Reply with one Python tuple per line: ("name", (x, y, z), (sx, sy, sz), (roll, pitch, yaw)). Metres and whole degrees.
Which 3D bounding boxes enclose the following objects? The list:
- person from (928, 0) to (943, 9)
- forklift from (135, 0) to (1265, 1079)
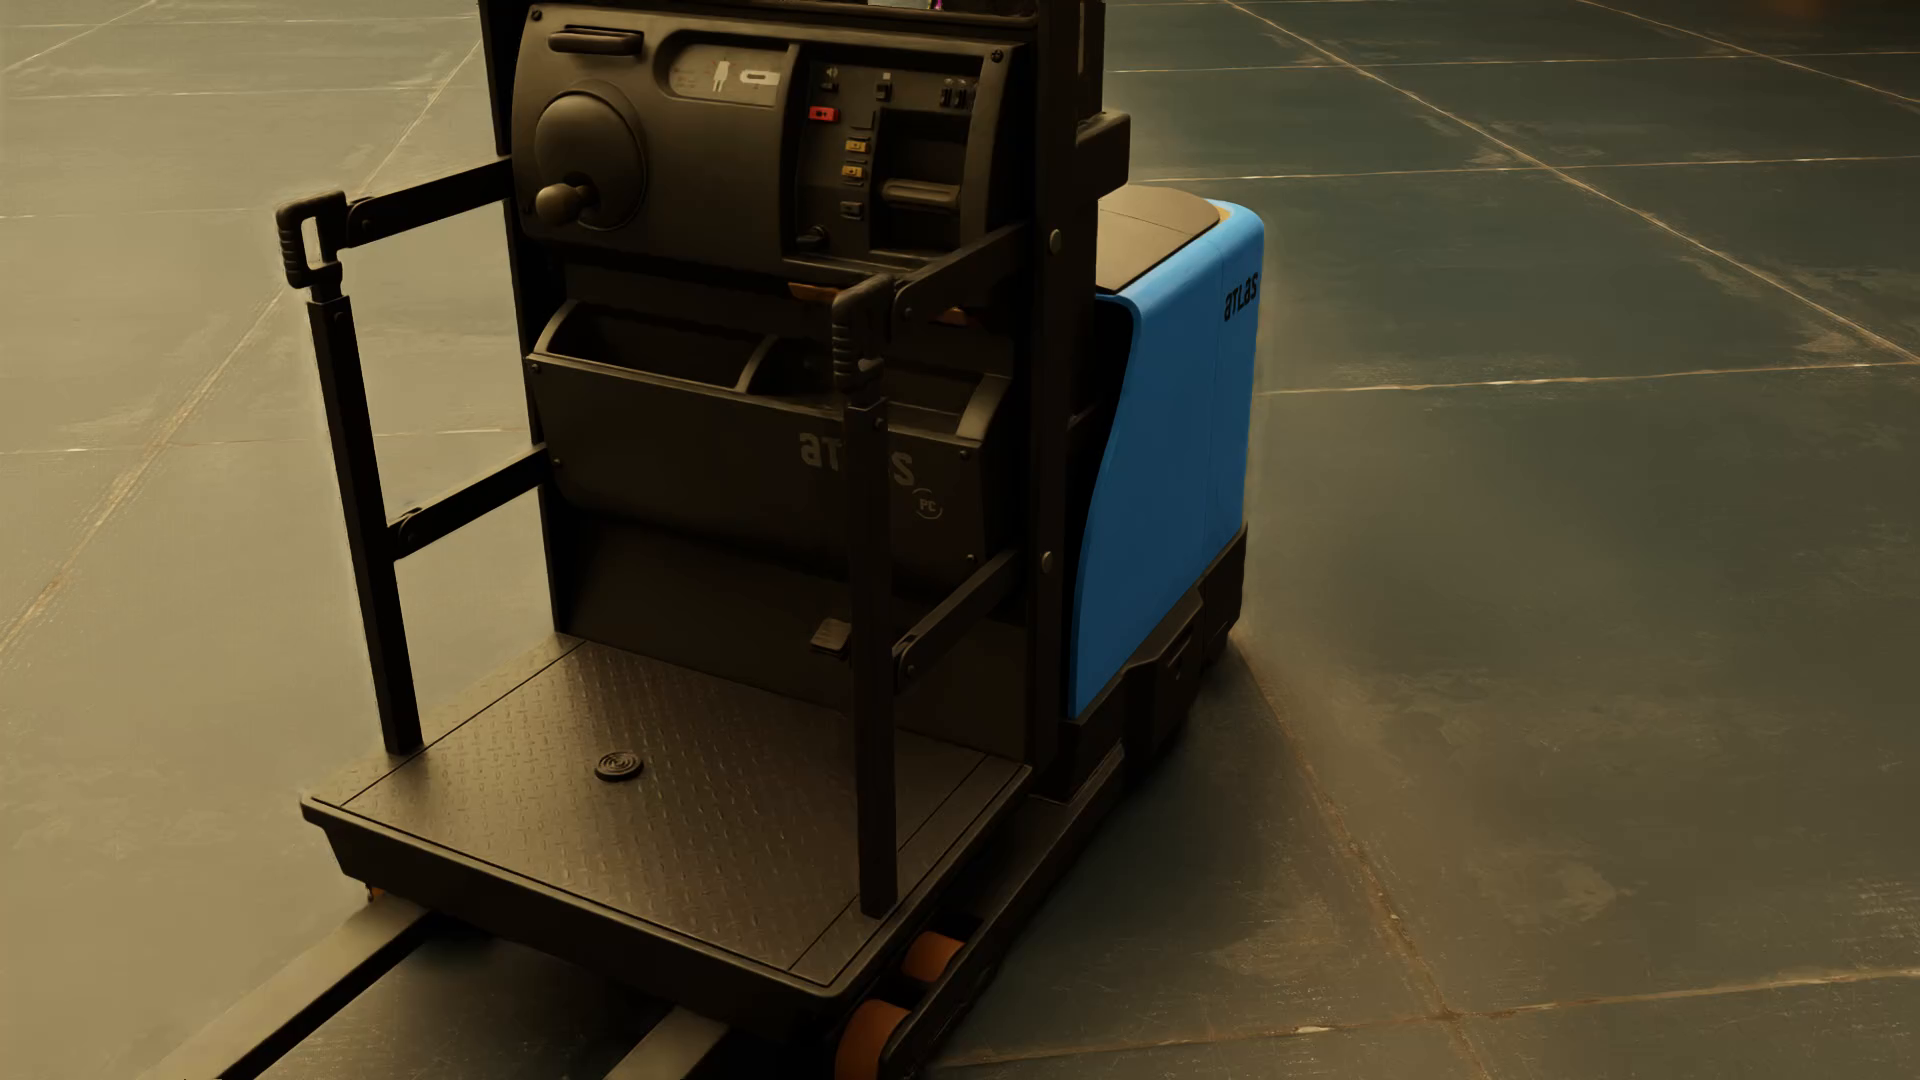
("person", (-0.069, -0.837, 4.200), (0.577, 1.765, 0.665), (-3, 26, -7))
("forklift", (-0.443, -0.625, 2.527), (1.130, 2.935, 3.031), (13, 29, 25))
